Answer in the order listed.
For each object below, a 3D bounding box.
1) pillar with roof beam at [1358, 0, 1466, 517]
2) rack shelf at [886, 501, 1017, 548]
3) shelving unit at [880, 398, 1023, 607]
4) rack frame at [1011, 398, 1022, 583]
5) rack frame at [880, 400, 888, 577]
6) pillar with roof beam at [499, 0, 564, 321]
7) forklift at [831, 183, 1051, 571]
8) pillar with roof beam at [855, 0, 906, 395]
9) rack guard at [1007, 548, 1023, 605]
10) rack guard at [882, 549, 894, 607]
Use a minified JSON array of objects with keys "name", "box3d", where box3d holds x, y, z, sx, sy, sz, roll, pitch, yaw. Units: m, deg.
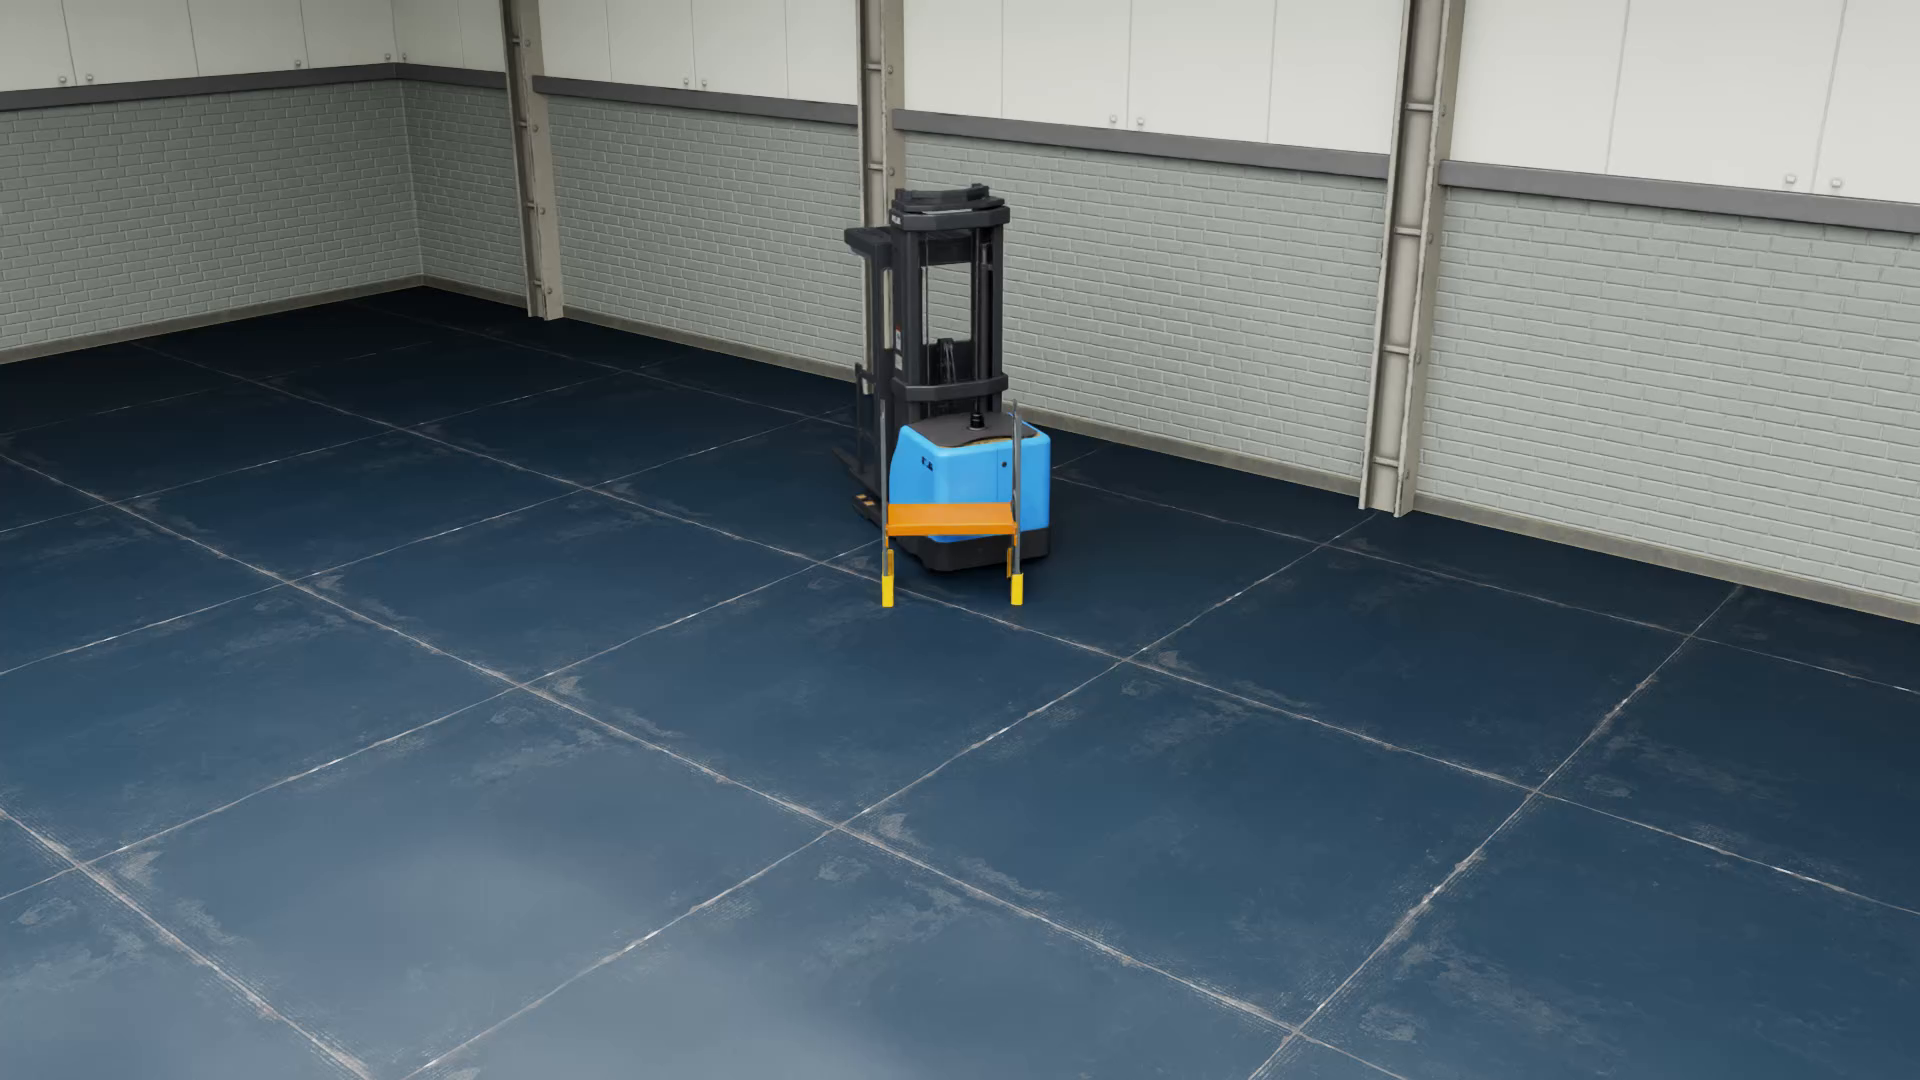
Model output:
[{"name":"pillar with roof beam","box3d":[1.102,-3.318,10.216,0.400,9.000,9.100,16,26,36]},{"name":"rack shelf","box3d":[-0.075,-0.127,12.890,1.000,0.185,0.538,-1,21,-2]},{"name":"shelving unit","box3d":[-0.066,-0.295,12.827,1.083,1.500,0.587,-1,21,-2]},{"name":"rack frame","box3d":[0.433,-0.302,12.845,0.032,1.500,0.500,-1,21,-2]},{"name":"rack frame","box3d":[-0.583,-0.288,12.809,0.032,1.500,0.500,-1,21,-2]},{"name":"pillar with roof beam","box3d":[-8.195,-5.995,17.315,0.400,9.000,9.100,16,26,36]},{"name":"forklift","box3d":[-0.315,-1.604,14.269,1.130,2.935,3.031,-9,22,-22]},{"name":"pillar with roof beam","box3d":[-3.546,-4.657,13.765,0.400,9.000,9.100,16,26,36]},{"name":"rack guard","box3d":[0.432,0.283,13.066,0.087,0.250,0.587,-1,21,-2]},{"name":"rack guard","box3d":[-0.563,0.297,13.030,0.087,0.250,0.587,-1,21,-2]}]
